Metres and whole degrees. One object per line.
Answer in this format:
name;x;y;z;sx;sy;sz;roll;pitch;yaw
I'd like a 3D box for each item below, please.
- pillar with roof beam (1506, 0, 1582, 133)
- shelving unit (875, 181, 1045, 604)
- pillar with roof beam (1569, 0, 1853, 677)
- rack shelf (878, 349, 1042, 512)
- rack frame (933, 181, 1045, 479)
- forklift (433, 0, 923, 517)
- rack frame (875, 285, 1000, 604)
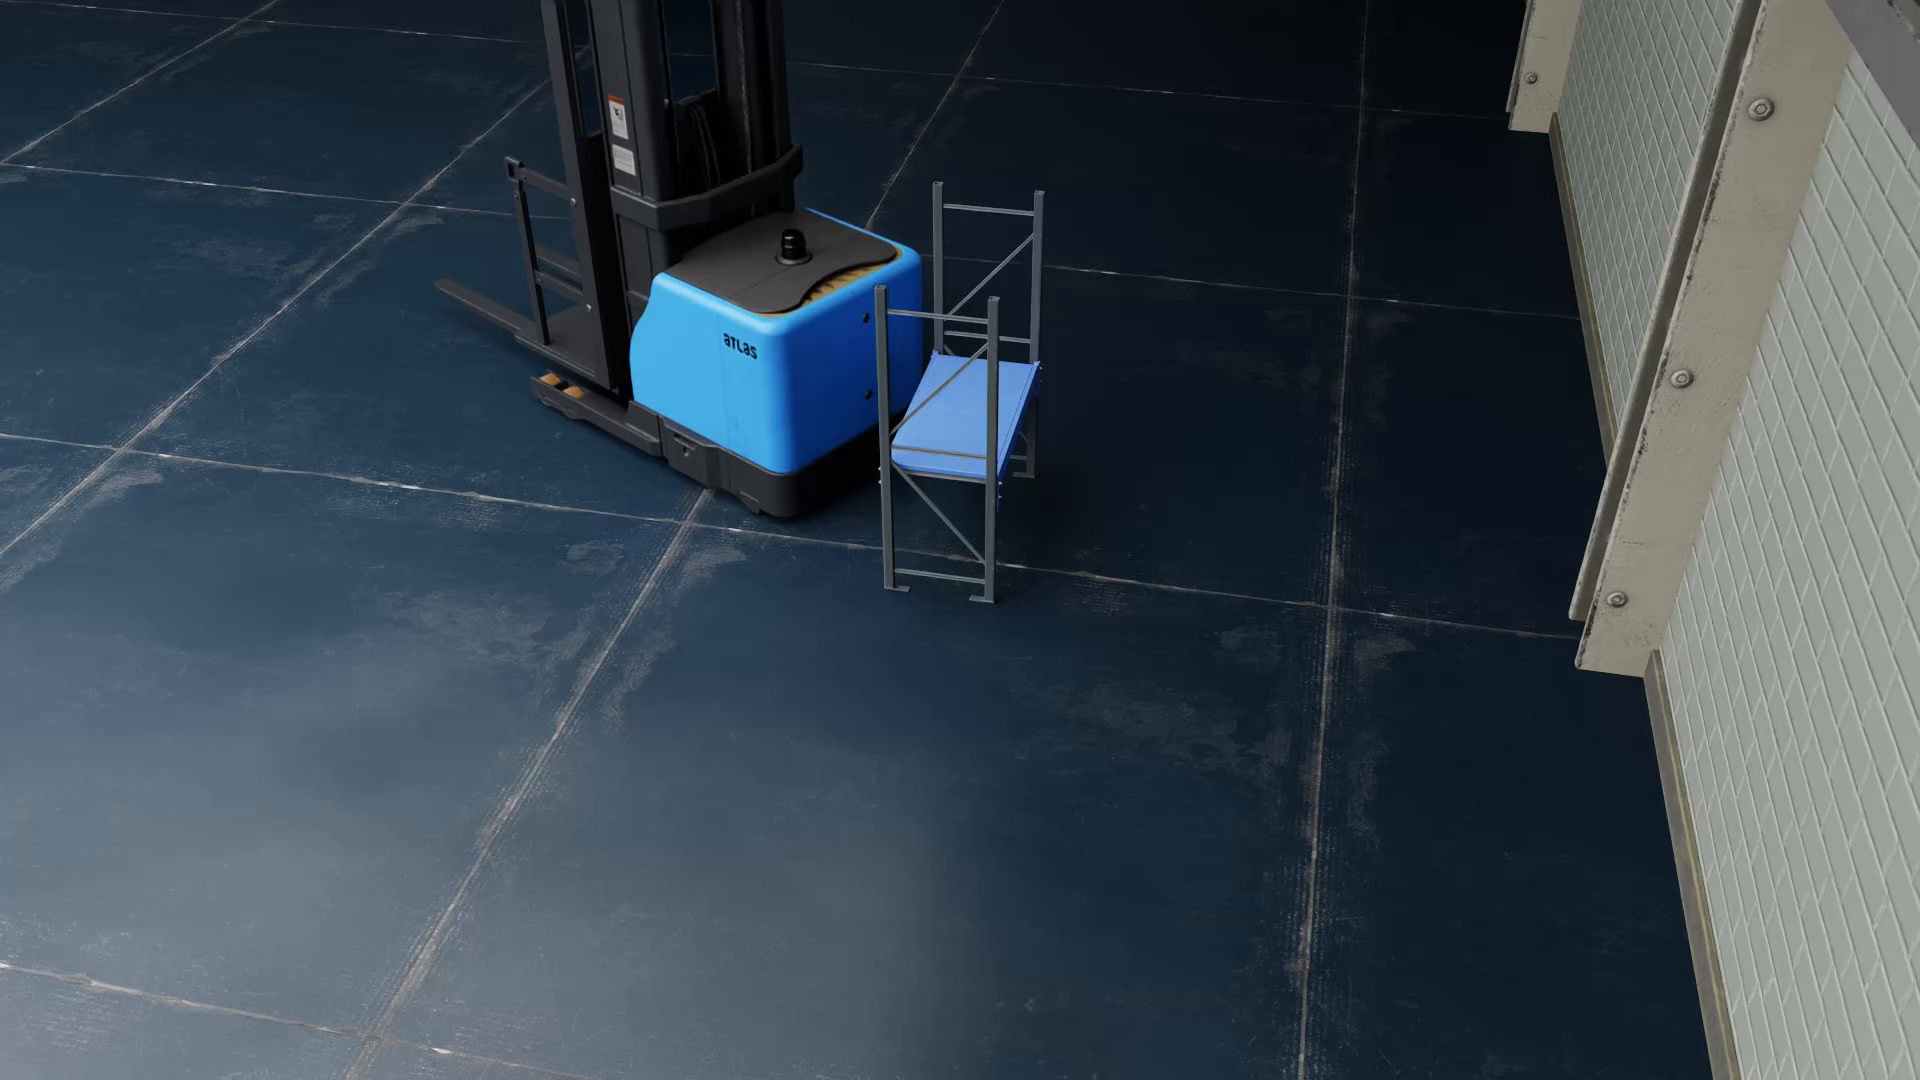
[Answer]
pillar with roof beam;-0.137;-7.177;9.985;9.100;9.000;0.400;7;37;10
shelving unit;0.018;-0.656;7.377;0.538;1.500;1.048;7;37;10
pillar with roof beam;-1.418;-3.737;5.239;9.100;9.000;0.400;7;37;10
rack shelf;0.018;-0.511;7.483;0.538;0.185;1.000;7;37;10
rack frame;0.127;-0.948;7.779;0.500;1.500;0.032;7;37;10
forklift;-1.608;-2.022;8.042;3.031;2.935;1.130;27;44;32
rack frame;-0.090;-0.365;6.975;0.500;1.500;0.032;7;37;10
